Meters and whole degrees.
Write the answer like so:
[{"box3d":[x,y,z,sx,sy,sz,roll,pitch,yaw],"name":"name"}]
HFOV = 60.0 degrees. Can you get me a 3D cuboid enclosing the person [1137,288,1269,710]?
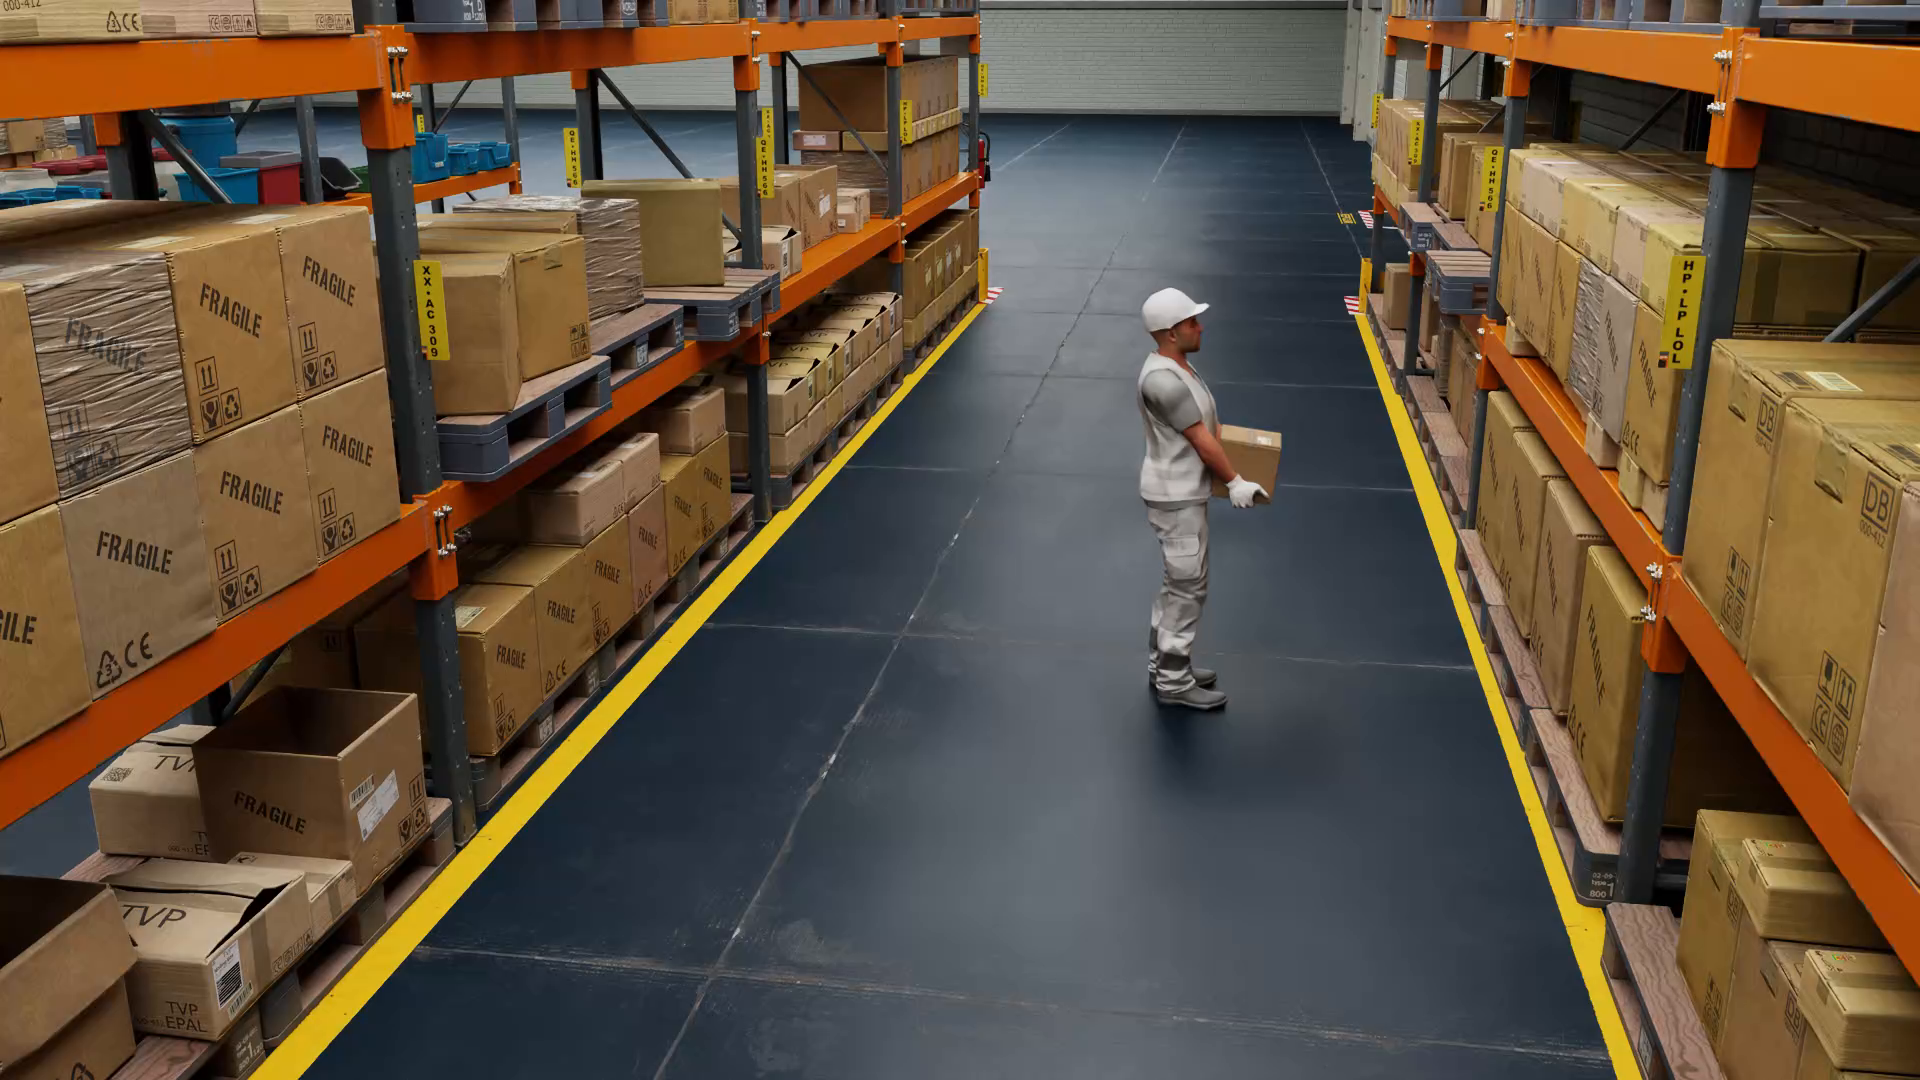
[{"box3d":[1.025,-0.171,7.059,0.561,1.782,0.494,3,18,10],"name":"person"}]
